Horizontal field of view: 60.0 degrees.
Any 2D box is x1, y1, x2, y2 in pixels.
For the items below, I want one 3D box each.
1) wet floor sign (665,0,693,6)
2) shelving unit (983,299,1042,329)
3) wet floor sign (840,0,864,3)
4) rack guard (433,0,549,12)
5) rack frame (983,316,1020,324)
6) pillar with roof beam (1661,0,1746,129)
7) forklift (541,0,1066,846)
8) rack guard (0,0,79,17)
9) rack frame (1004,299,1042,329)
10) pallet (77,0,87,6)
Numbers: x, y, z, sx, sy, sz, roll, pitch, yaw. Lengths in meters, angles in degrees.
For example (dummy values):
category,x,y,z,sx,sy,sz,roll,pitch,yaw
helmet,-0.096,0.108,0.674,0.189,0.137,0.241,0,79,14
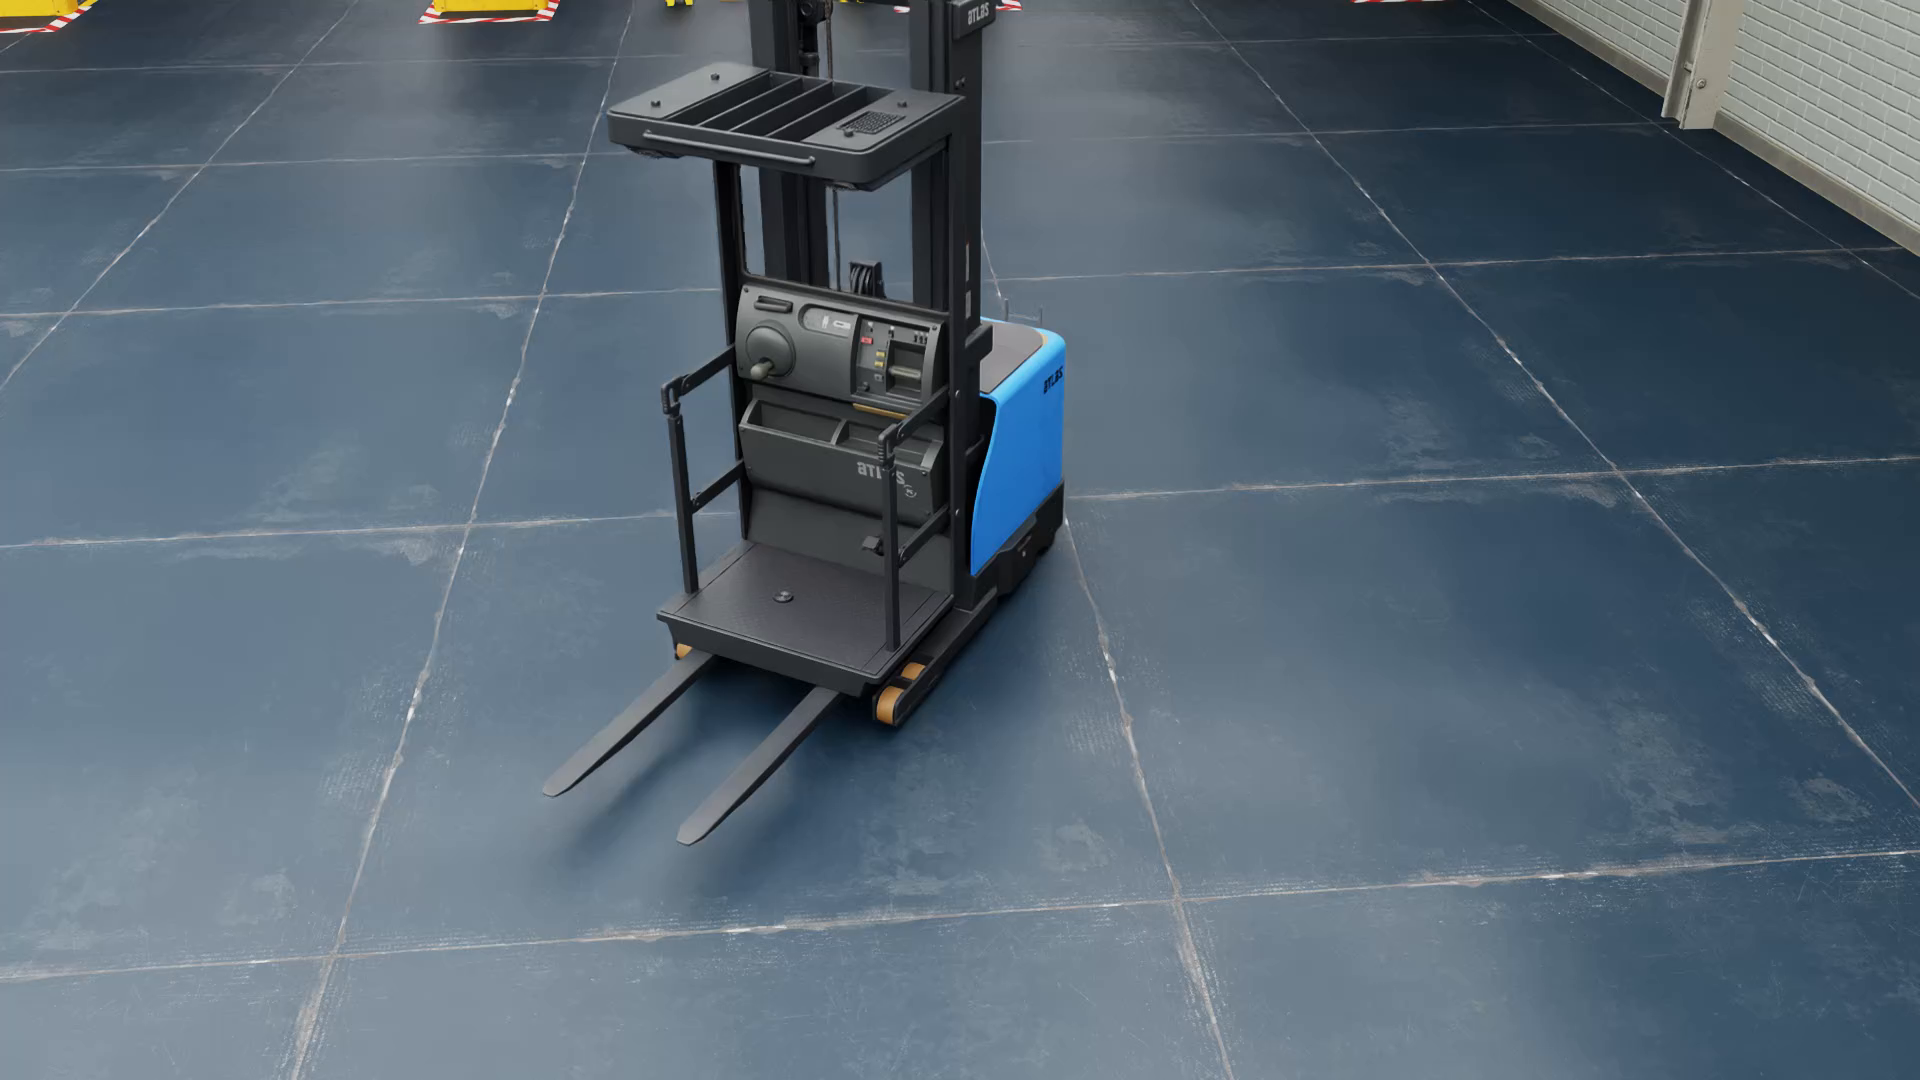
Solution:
category,x,y,z,sx,sy,sz,roll,pitch,yaw
wet floor sign,-3.037,-6.079,17.798,0.267,0.644,0.232,-8,32,-13
shelving unit,0.256,-0.657,8.326,0.215,1.050,0.252,15,34,23
wet floor sign,-1.140,-6.139,17.899,0.267,0.644,0.232,8,32,13
rack guard,-5.009,-5.924,17.681,1.175,0.500,0.348,-3,31,-5
rack frame,0.201,-0.601,8.233,0.200,1.050,0.008,15,34,23
pillar with roof beam,1.956,-7.243,11.600,9.100,9.000,0.400,-3,31,-5
forklift,-0.598,-0.740,6.631,1.130,2.935,3.031,14,34,22
rack guard,-9.966,-5.789,17.455,1.175,0.500,0.348,-3,31,-5
rack frame,0.310,-0.713,8.420,0.200,1.050,0.008,15,34,23
pallet,-10.007,-6.082,18.226,1.003,0.211,1.213,-3,31,-5
